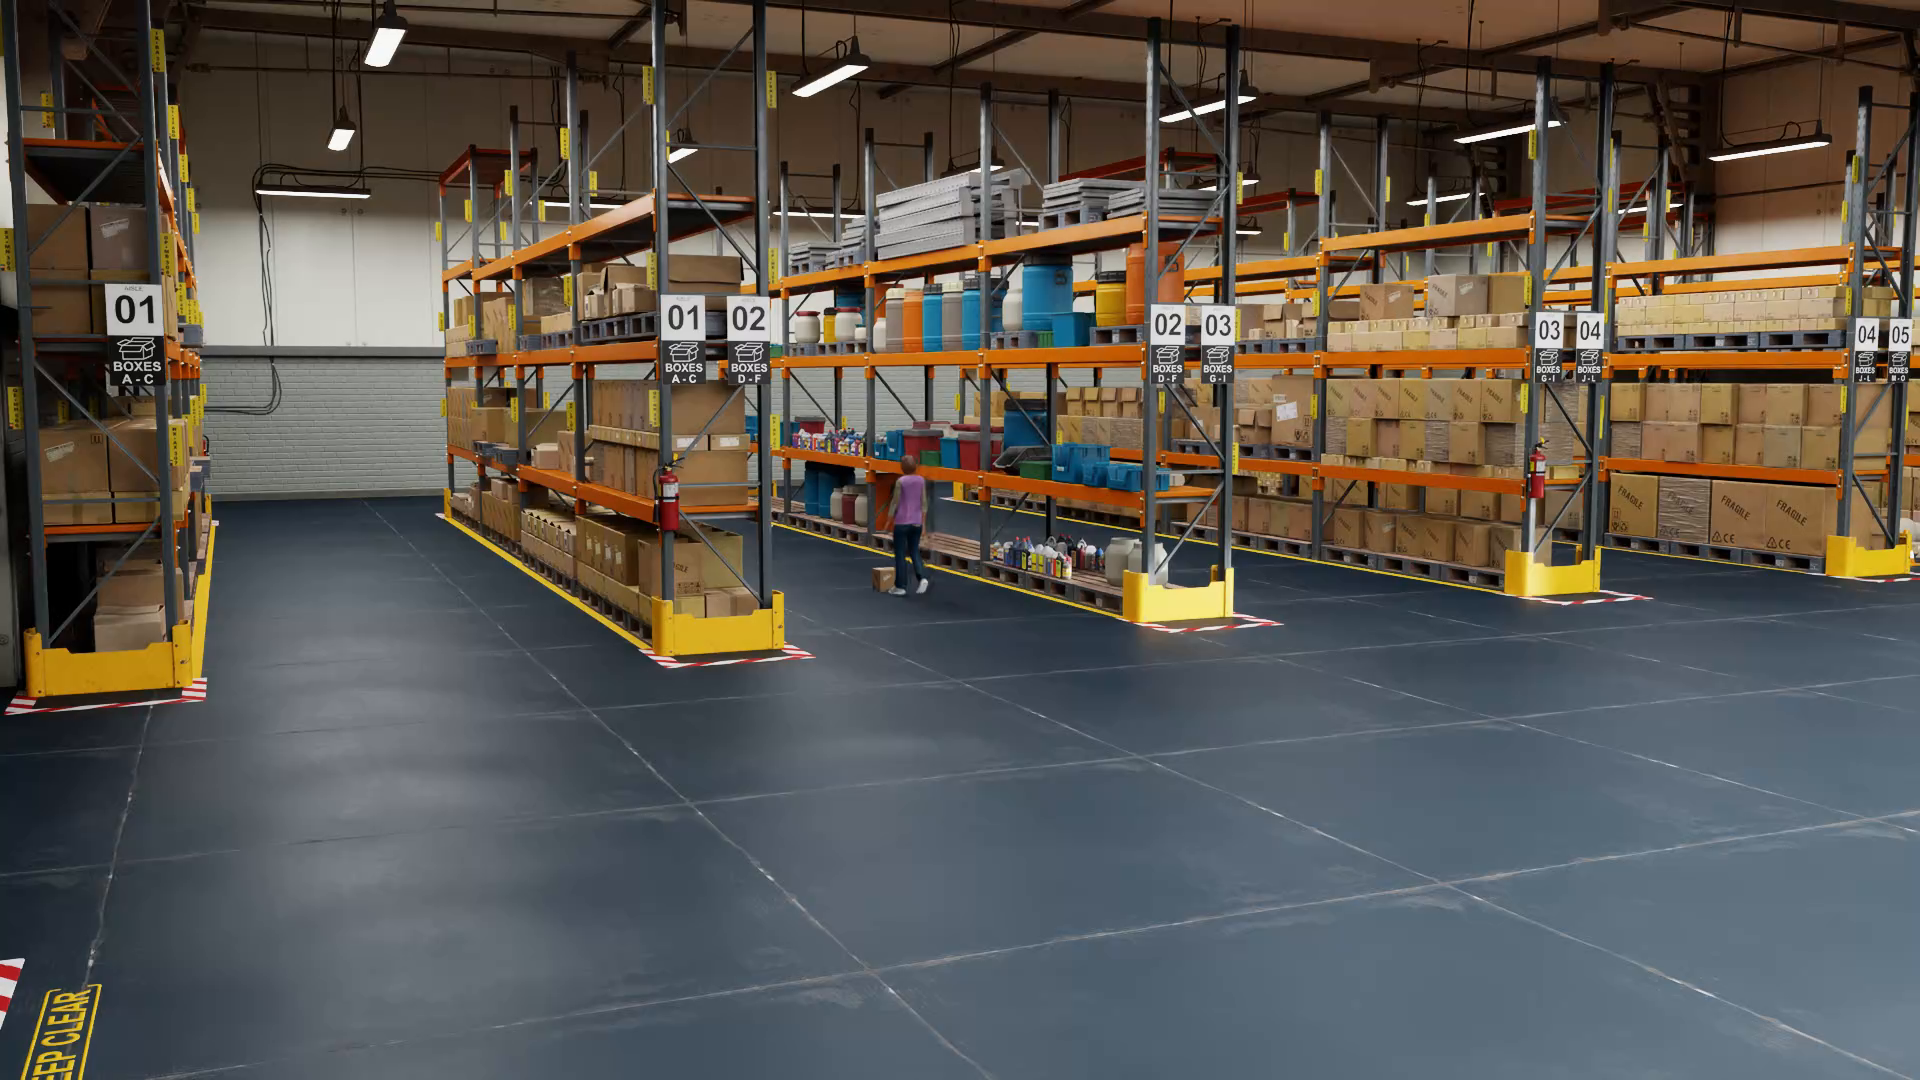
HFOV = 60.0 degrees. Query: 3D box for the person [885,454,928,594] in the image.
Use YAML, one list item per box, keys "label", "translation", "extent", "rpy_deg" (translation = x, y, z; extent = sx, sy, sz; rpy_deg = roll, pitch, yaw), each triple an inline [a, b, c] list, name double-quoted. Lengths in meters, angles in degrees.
- label: "person"
  translation: [-0.610, -0.172, 18.767]
  extent: [0.437, 1.592, 0.486]
  rpy_deg: [-4, 7, -32]
